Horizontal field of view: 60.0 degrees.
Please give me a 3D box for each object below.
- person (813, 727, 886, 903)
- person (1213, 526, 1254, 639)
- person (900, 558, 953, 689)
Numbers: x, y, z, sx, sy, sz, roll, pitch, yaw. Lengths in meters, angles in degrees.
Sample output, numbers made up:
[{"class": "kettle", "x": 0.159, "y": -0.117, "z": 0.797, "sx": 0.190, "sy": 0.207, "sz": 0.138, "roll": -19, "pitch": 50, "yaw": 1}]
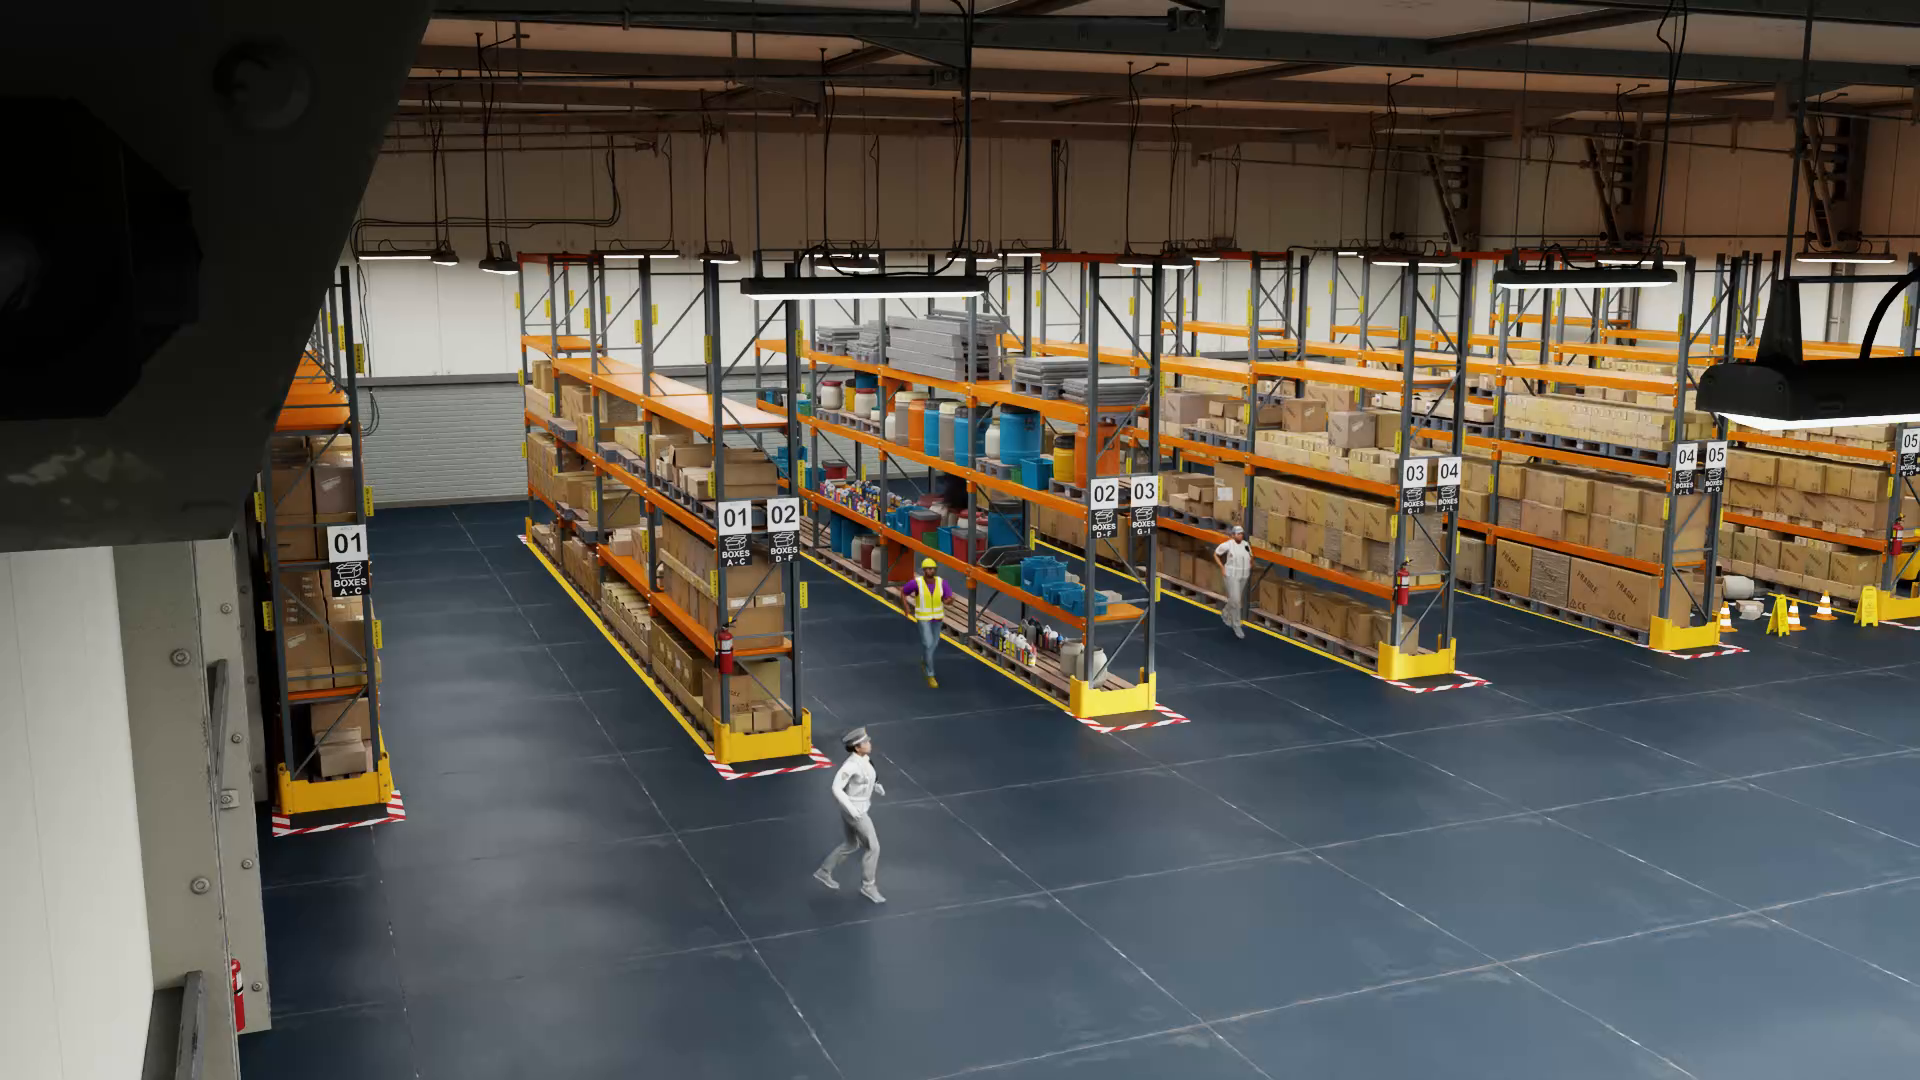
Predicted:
[{"class": "person", "x": -1.052, "y": 2.635, "z": 16.011, "sx": 0.698, "sy": 1.758, "sz": 0.642, "roll": 1, "pitch": 10, "yaw": 4}, {"class": "person", "x": 4.339, "y": 0.620, "z": 26.180, "sx": 0.593, "sy": 1.720, "sz": 0.815, "roll": -5, "pitch": 12, "yaw": -26}, {"class": "person", "x": -0.434, "y": 1.139, "z": 23.717, "sx": 0.692, "sy": 1.780, "sz": 0.922, "roll": -4, "pitch": 11, "yaw": -23}]
